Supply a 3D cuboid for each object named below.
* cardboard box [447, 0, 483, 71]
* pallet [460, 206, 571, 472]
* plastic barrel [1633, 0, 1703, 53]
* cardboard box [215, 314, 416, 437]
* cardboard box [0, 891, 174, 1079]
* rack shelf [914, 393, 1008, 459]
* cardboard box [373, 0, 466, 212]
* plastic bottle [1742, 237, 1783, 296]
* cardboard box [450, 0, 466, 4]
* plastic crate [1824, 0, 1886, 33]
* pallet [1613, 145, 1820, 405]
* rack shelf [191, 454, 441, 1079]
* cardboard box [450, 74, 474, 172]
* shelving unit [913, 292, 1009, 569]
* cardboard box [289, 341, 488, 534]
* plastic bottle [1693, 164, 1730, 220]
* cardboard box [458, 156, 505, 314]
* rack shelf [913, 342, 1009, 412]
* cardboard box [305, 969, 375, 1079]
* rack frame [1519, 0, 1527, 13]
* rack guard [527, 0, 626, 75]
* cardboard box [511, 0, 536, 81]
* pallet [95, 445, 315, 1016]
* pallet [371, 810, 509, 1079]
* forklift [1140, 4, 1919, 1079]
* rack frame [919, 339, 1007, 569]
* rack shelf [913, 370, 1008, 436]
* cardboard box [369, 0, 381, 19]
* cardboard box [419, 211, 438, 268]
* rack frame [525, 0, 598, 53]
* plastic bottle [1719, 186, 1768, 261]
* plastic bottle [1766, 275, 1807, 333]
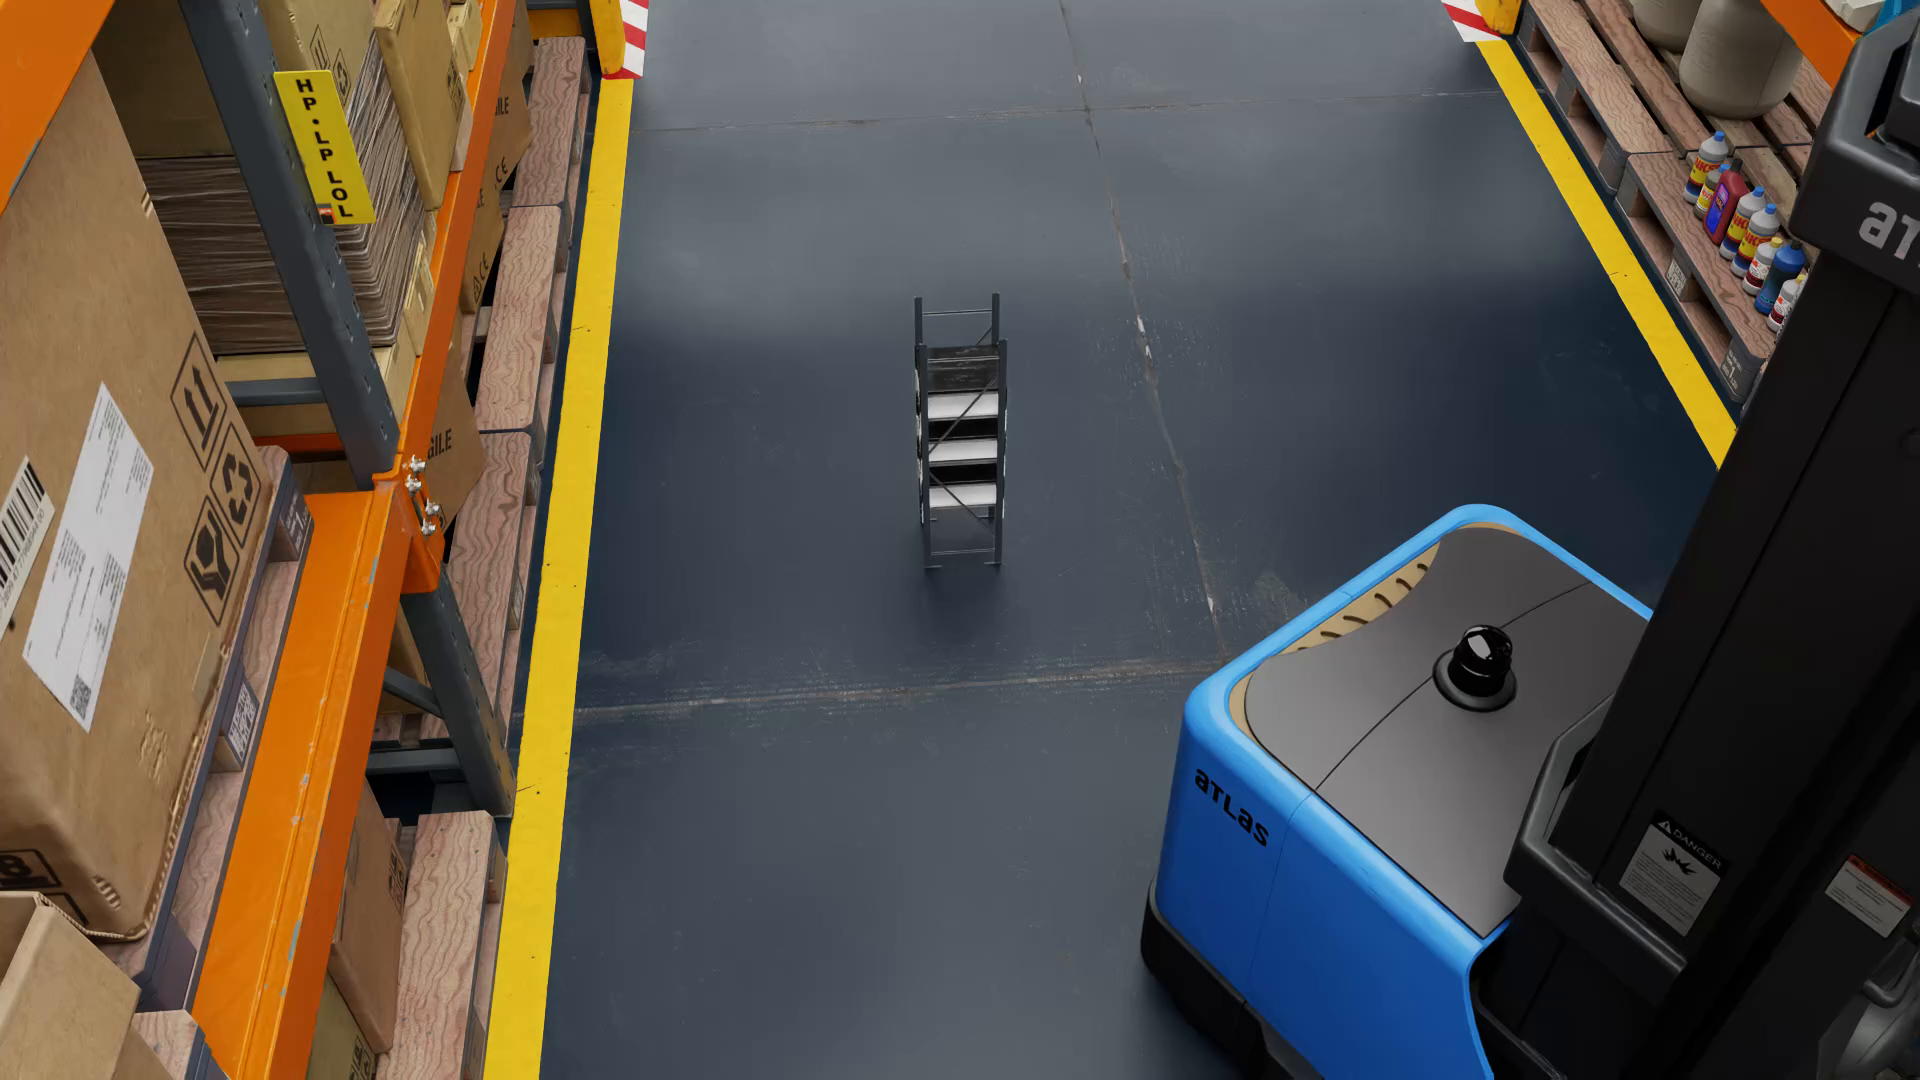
[{"bbox_3d":[-1.578,-1.456,4.736,0.380,0.149,0.250,-3,47,-3],"label":"cardboard box"},{"bbox_3d":[-1.917,-0.694,5.762,1.003,0.211,1.213,-3,47,-3],"label":"pallet"},{"bbox_3d":[3.011,-2.297,6.784,0.421,0.512,0.421,0,47,0],"label":"plastic barrel"},{"bbox_3d":[-1.439,-0.372,3.709,0.380,0.149,0.250,-3,47,-3],"label":"cardboard box"},{"bbox_3d":[-1.484,0.784,2.081,0.797,0.503,0.637,1,47,1],"label":"cardboard box"},{"bbox_3d":[0.001,-0.343,4.877,0.258,0.077,0.200,-3,47,-3],"label":"rack shelf"},{"bbox_3d":[-1.704,-1.114,3.966,0.875,0.500,0.500,-3,47,-3],"label":"cardboard box"},{"bbox_3d":[2.767,-0.946,5.704,0.097,0.201,0.097,0,47,0],"label":"plastic bottle"},{"bbox_3d":[-1.846,-1.834,4.647,0.875,0.500,0.500,-3,47,-3],"label":"cardboard box"},{"bbox_3d":[2.827,-1.654,4.932,0.530,0.136,0.437,-3,47,-3],"label":"plastic crate"},{"bbox_3d":[3.095,-1.000,6.051,1.003,0.211,1.213,-3,47,-3],"label":"pallet"},{"bbox_3d":[-1.553,1.410,2.344,1.077,0.370,4.000,-3,47,-3],"label":"rack shelf"},{"bbox_3d":[-1.506,-1.096,4.395,0.380,0.149,0.250,-3,47,-3],"label":"cardboard box"},{"bbox_3d":[0.001,-0.304,4.918,0.258,0.900,0.210,-3,47,-3],"label":"shelving unit"},{"bbox_3d":[-1.770,-0.275,4.877,0.500,0.500,0.500,10,47,9],"label":"cardboard box"},{"bbox_3d":[2.730,-1.263,6.004,0.097,0.201,0.097,0,47,0],"label":"plastic bottle"},{"bbox_3d":[-1.902,-1.126,5.683,0.500,0.500,0.500,0,47,0],"label":"cardboard box"},{"bbox_3d":[0.001,-0.466,4.746,0.258,0.077,0.200,-3,47,-3],"label":"rack shelf"},{"bbox_3d":[-1.670,1.216,3.451,0.700,0.500,0.500,-4,47,-4],"label":"cardboard box"},{"bbox_3d":[2.880,-3.479,6.479,1.000,3.000,0.127,-3,47,-3],"label":"rack frame"},{"bbox_3d":[-2.049,-2.264,7.050,1.175,0.500,0.348,-3,47,-3],"label":"rack guard"},{"bbox_3d":[-2.020,-2.010,6.520,0.500,0.500,0.500,4,47,4],"label":"cardboard box"},{"bbox_3d":[-1.802,0.343,2.991,1.003,0.211,1.213,-3,47,-3],"label":"pallet"},{"bbox_3d":[-1.654,1.238,3.932,1.003,0.211,1.213,-3,47,-3],"label":"pallet"},{"bbox_3d":[1.768,0.674,2.593,1.130,2.935,3.031,-30,54,-26],"label":"forklift"},{"bbox_3d":[0.009,-0.230,4.848,0.240,0.900,0.006,-3,47,-3],"label":"rack frame"},{"bbox_3d":[0.001,-0.404,4.811,0.258,0.077,0.200,-3,47,-3],"label":"rack shelf"},{"bbox_3d":[-1.548,-1.467,3.611,0.500,0.500,0.500,-3,47,-3],"label":"cardboard box"},{"bbox_3d":[-1.495,-0.733,4.051,0.380,0.149,0.250,-3,47,-3],"label":"cardboard box"},{"bbox_3d":[-2.056,-3.178,6.194,1.000,3.000,0.127,-3,47,-3],"label":"rack frame"},{"bbox_3d":[2.750,-1.114,5.815,0.097,0.271,0.097,0,47,0],"label":"plastic bottle"},{"bbox_3d":[2.784,-0.797,5.563,0.097,0.201,0.097,0,47,0],"label":"plastic bottle"}]
